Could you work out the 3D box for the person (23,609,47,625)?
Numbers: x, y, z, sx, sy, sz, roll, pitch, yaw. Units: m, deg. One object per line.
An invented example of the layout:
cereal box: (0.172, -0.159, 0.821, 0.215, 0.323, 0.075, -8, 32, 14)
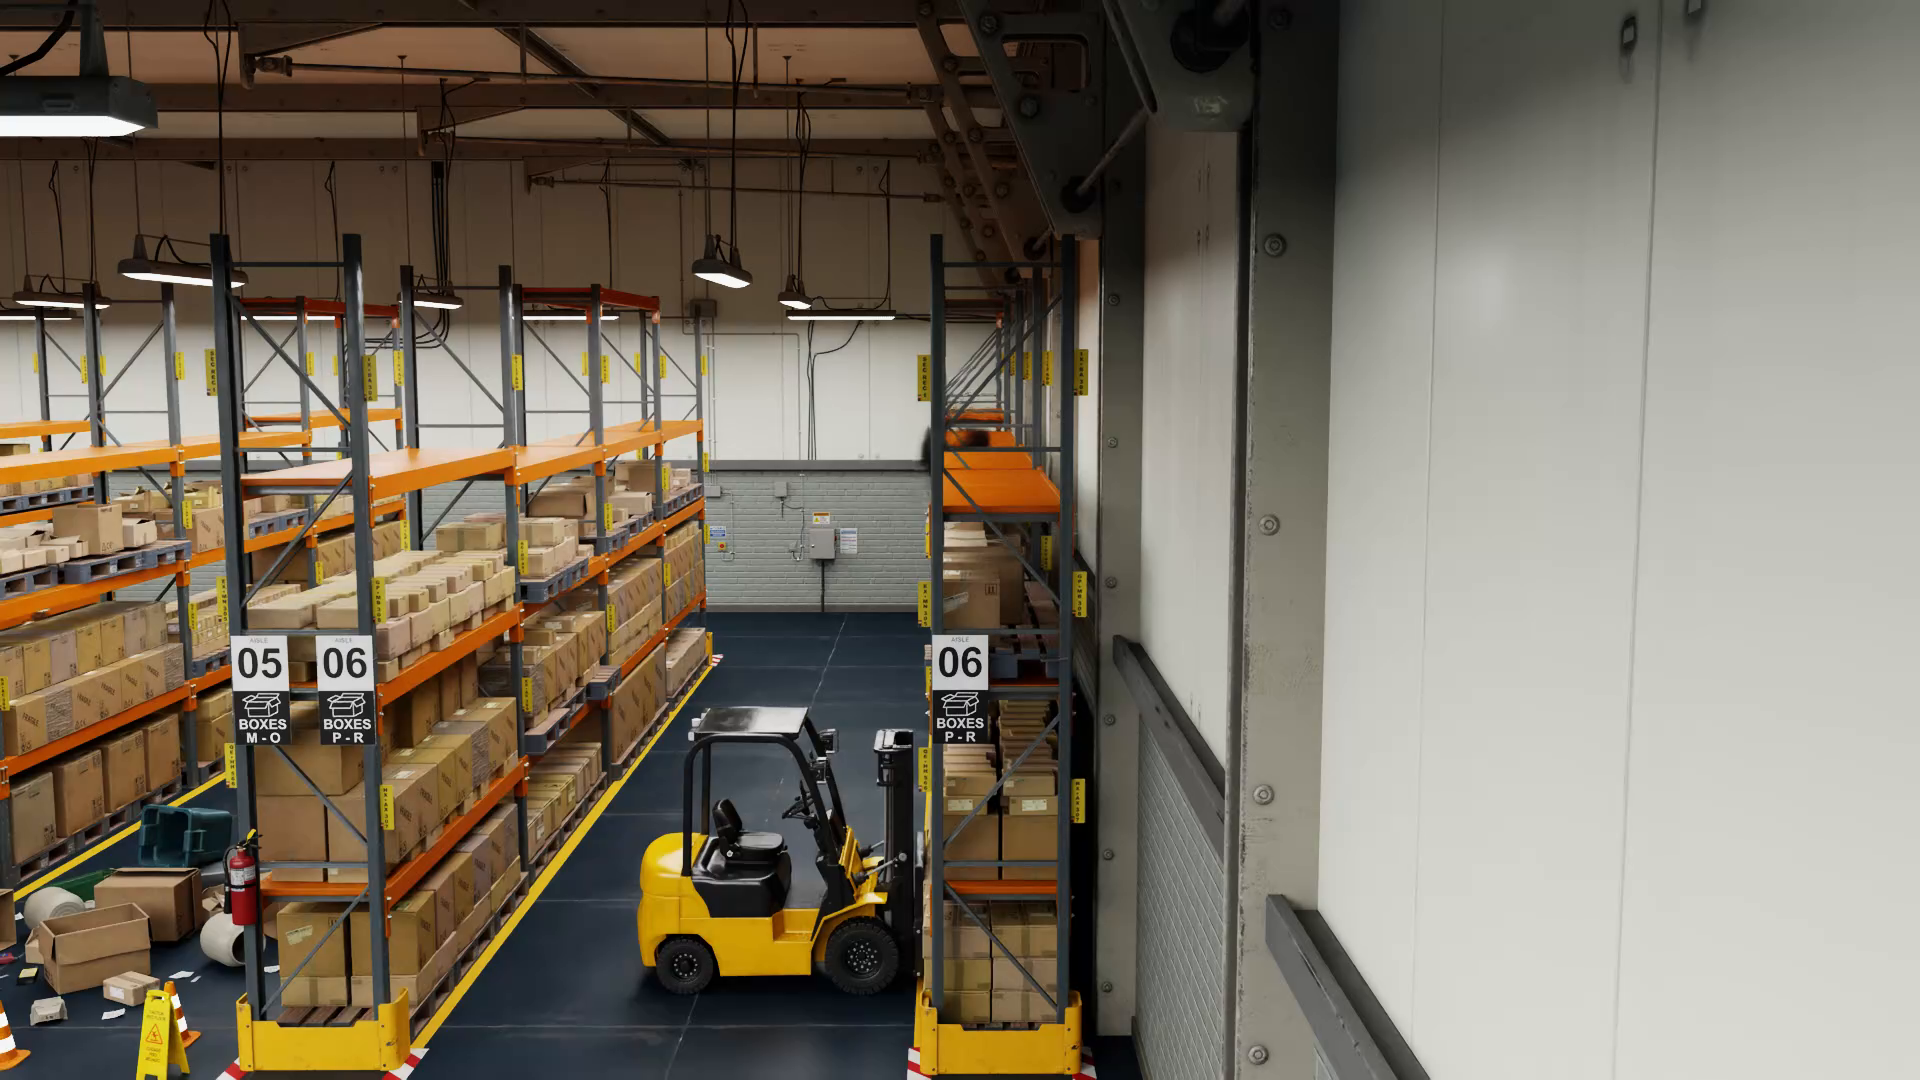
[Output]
person: (-12.773, 1.749, 23.094, 0.669, 1.785, 0.808, -1, 6, -8)
